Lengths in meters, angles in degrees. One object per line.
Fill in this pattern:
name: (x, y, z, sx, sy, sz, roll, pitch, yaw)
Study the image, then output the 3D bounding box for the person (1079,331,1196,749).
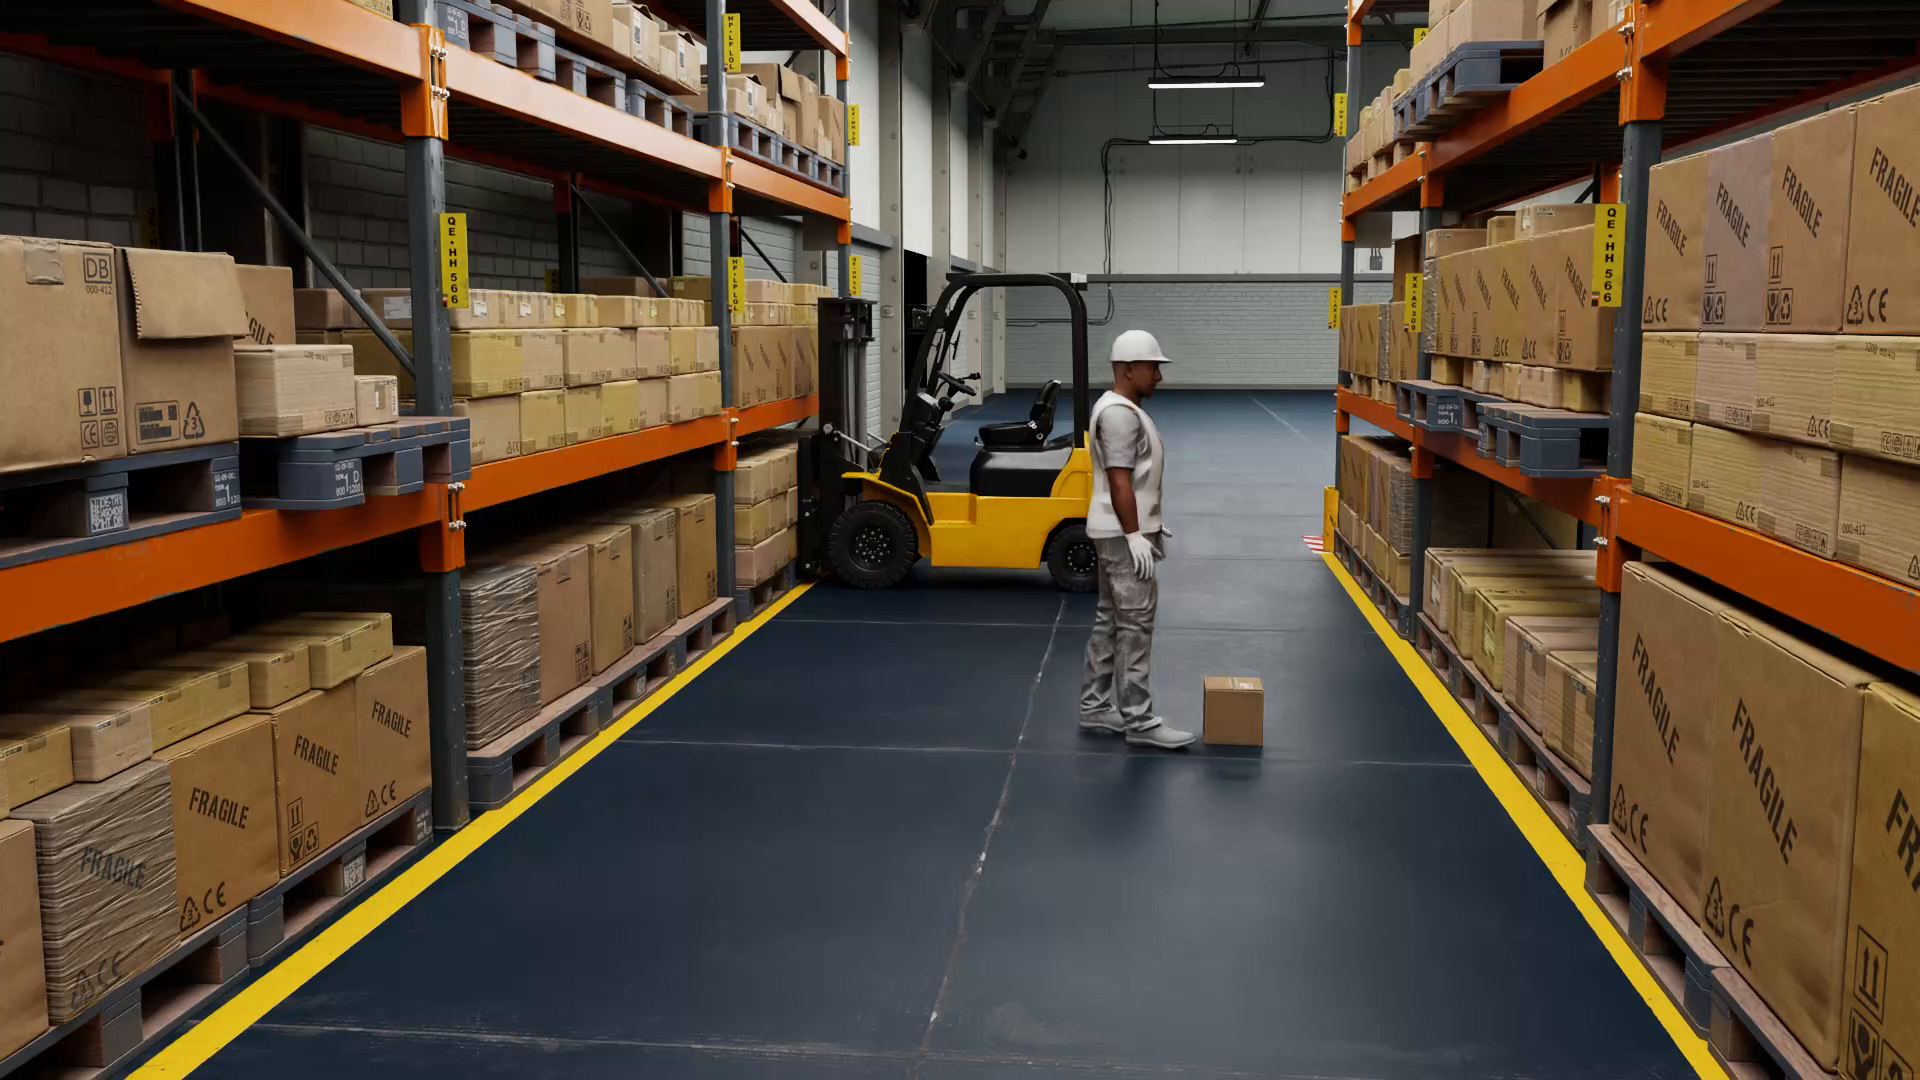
person: (0.782, -0.016, 7.270, 0.514, 1.785, 0.568, 1, 8, 6)
